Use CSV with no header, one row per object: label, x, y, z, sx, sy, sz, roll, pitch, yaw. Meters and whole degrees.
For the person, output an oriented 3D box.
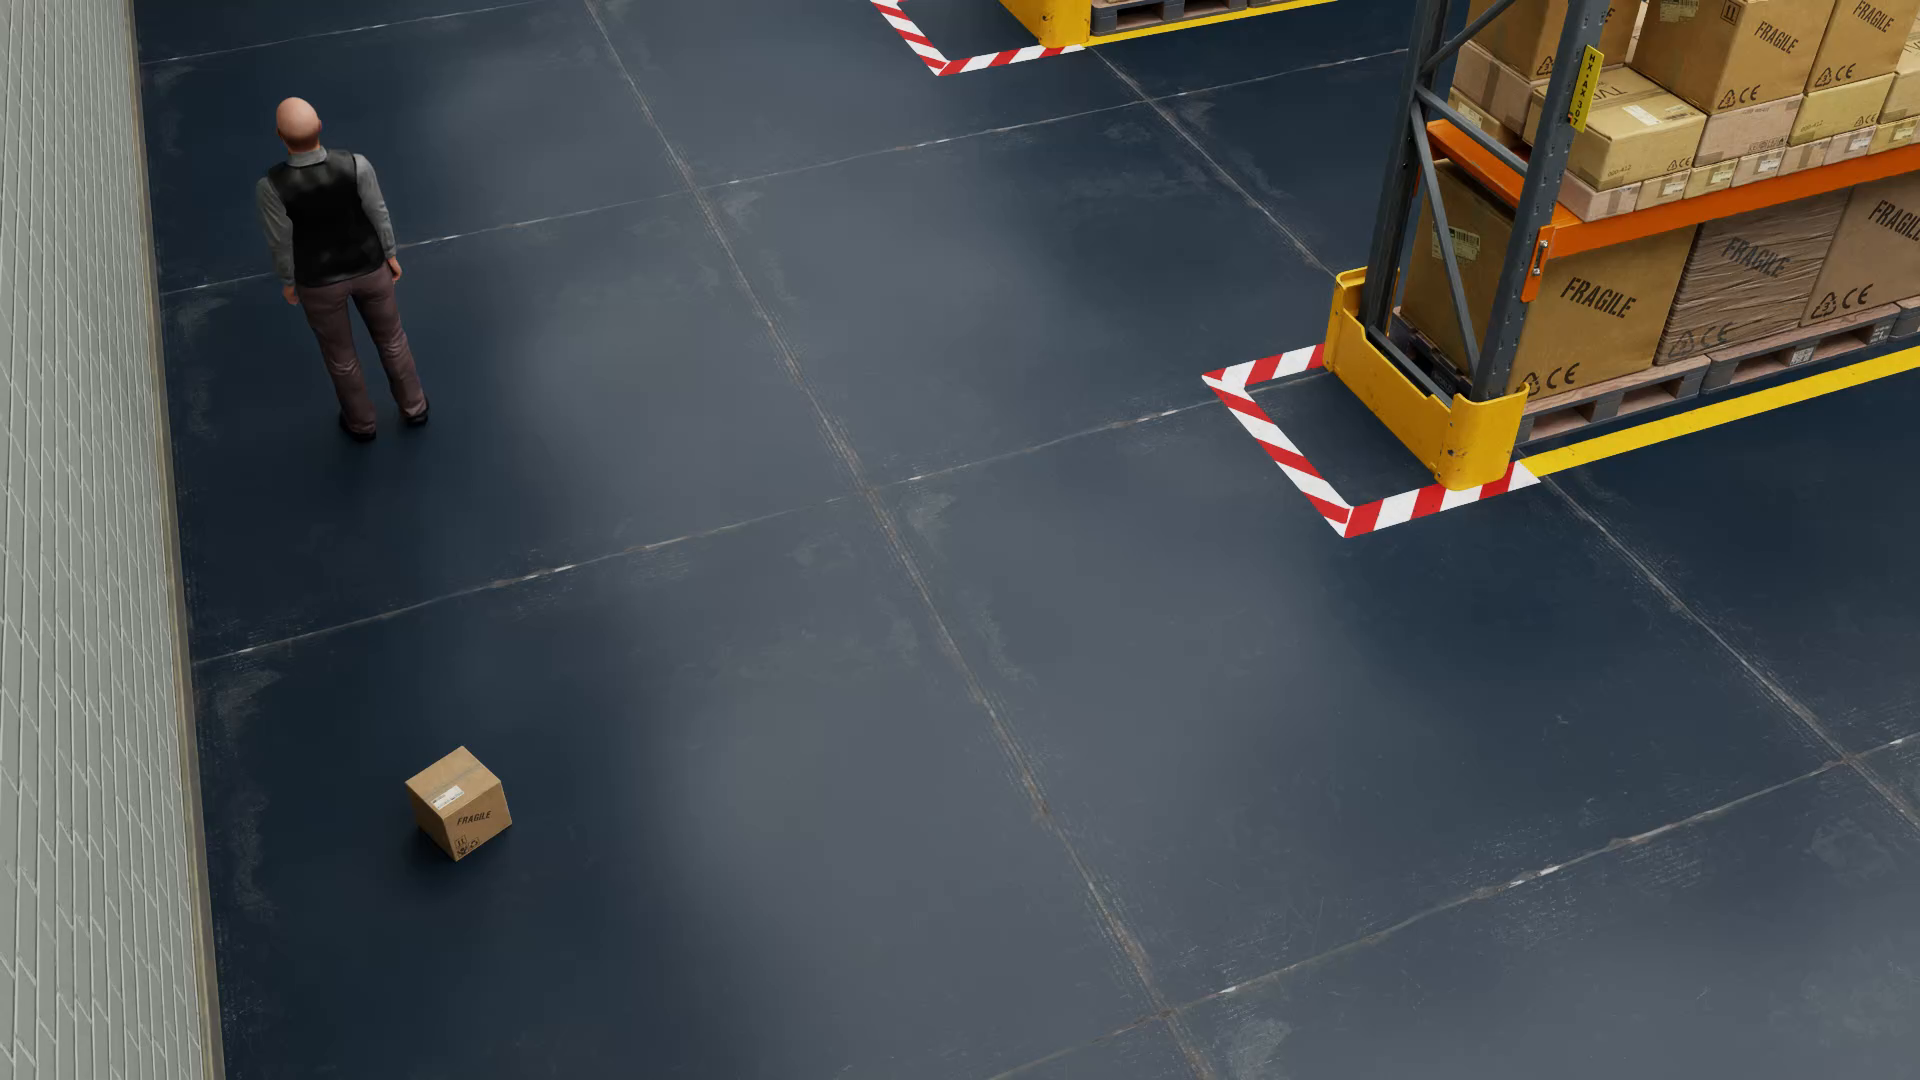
person,-2.818,-1.207,7.549,0.538,1.745,0.378,-22,46,-23
